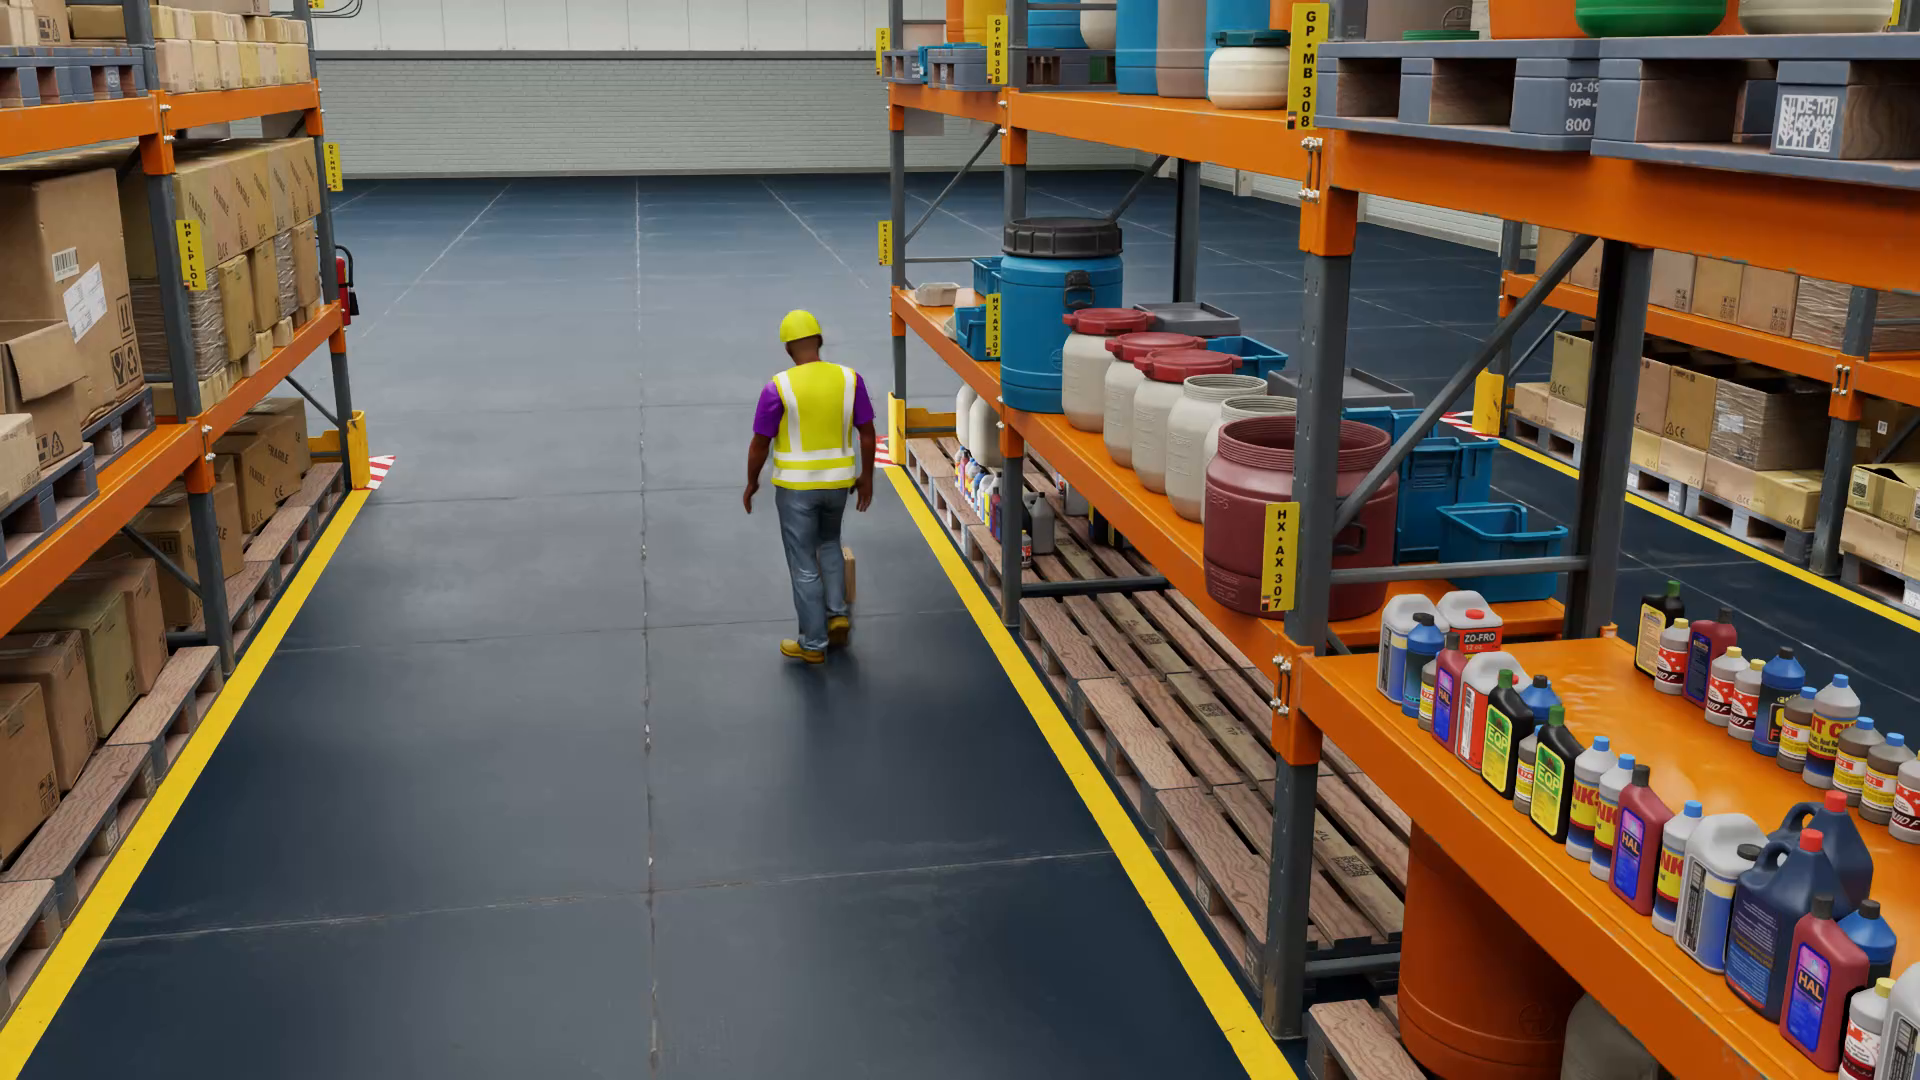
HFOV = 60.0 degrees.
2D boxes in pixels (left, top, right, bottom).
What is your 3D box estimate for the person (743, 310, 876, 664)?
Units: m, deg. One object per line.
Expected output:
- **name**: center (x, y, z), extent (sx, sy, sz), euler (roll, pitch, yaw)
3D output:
- **person**: center (-0.746, -0.264, 8.372), extent (0.619, 1.797, 0.483), euler (-10, 19, -30)
